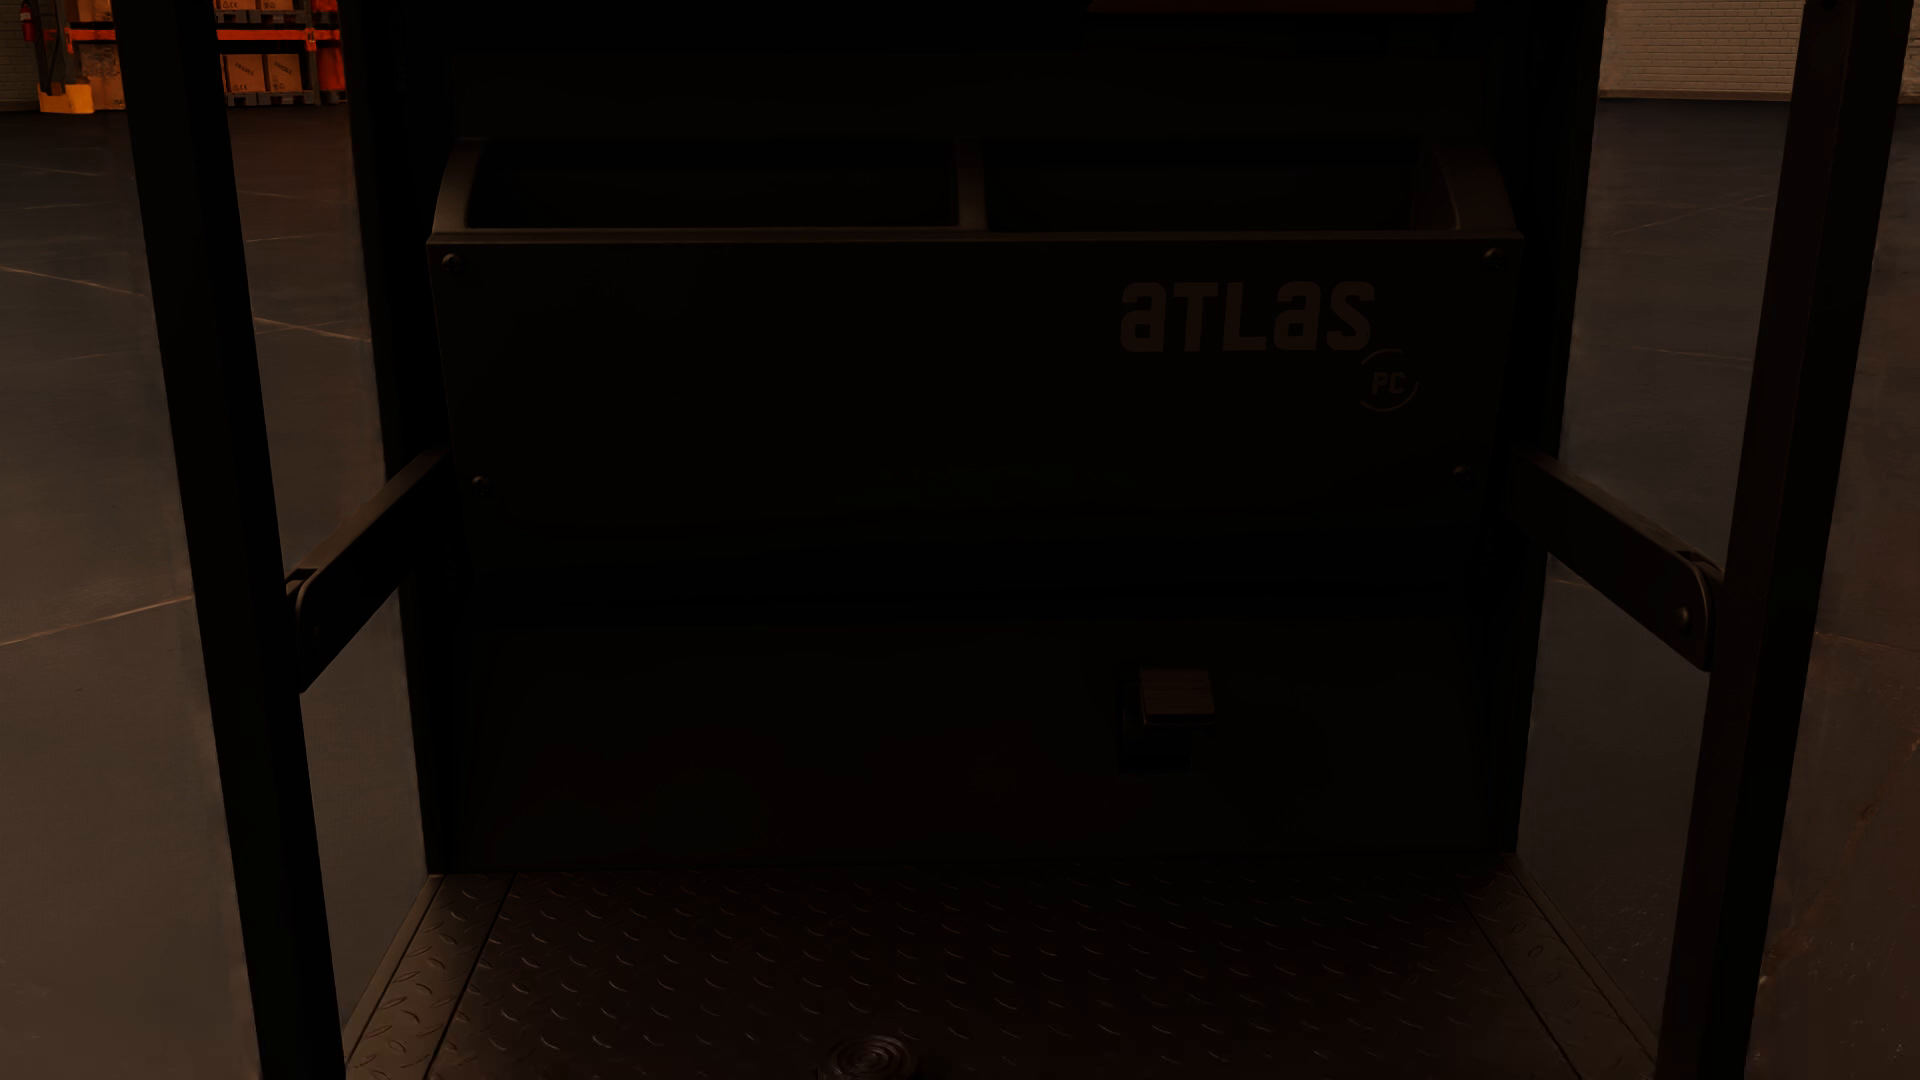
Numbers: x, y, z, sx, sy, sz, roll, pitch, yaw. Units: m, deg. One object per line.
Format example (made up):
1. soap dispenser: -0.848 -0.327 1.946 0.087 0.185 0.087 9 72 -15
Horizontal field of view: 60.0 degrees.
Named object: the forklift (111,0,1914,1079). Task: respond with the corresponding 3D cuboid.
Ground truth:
1. forklift: 0.027 -0.679 1.133 1.130 2.935 3.031 -1 17 -2
